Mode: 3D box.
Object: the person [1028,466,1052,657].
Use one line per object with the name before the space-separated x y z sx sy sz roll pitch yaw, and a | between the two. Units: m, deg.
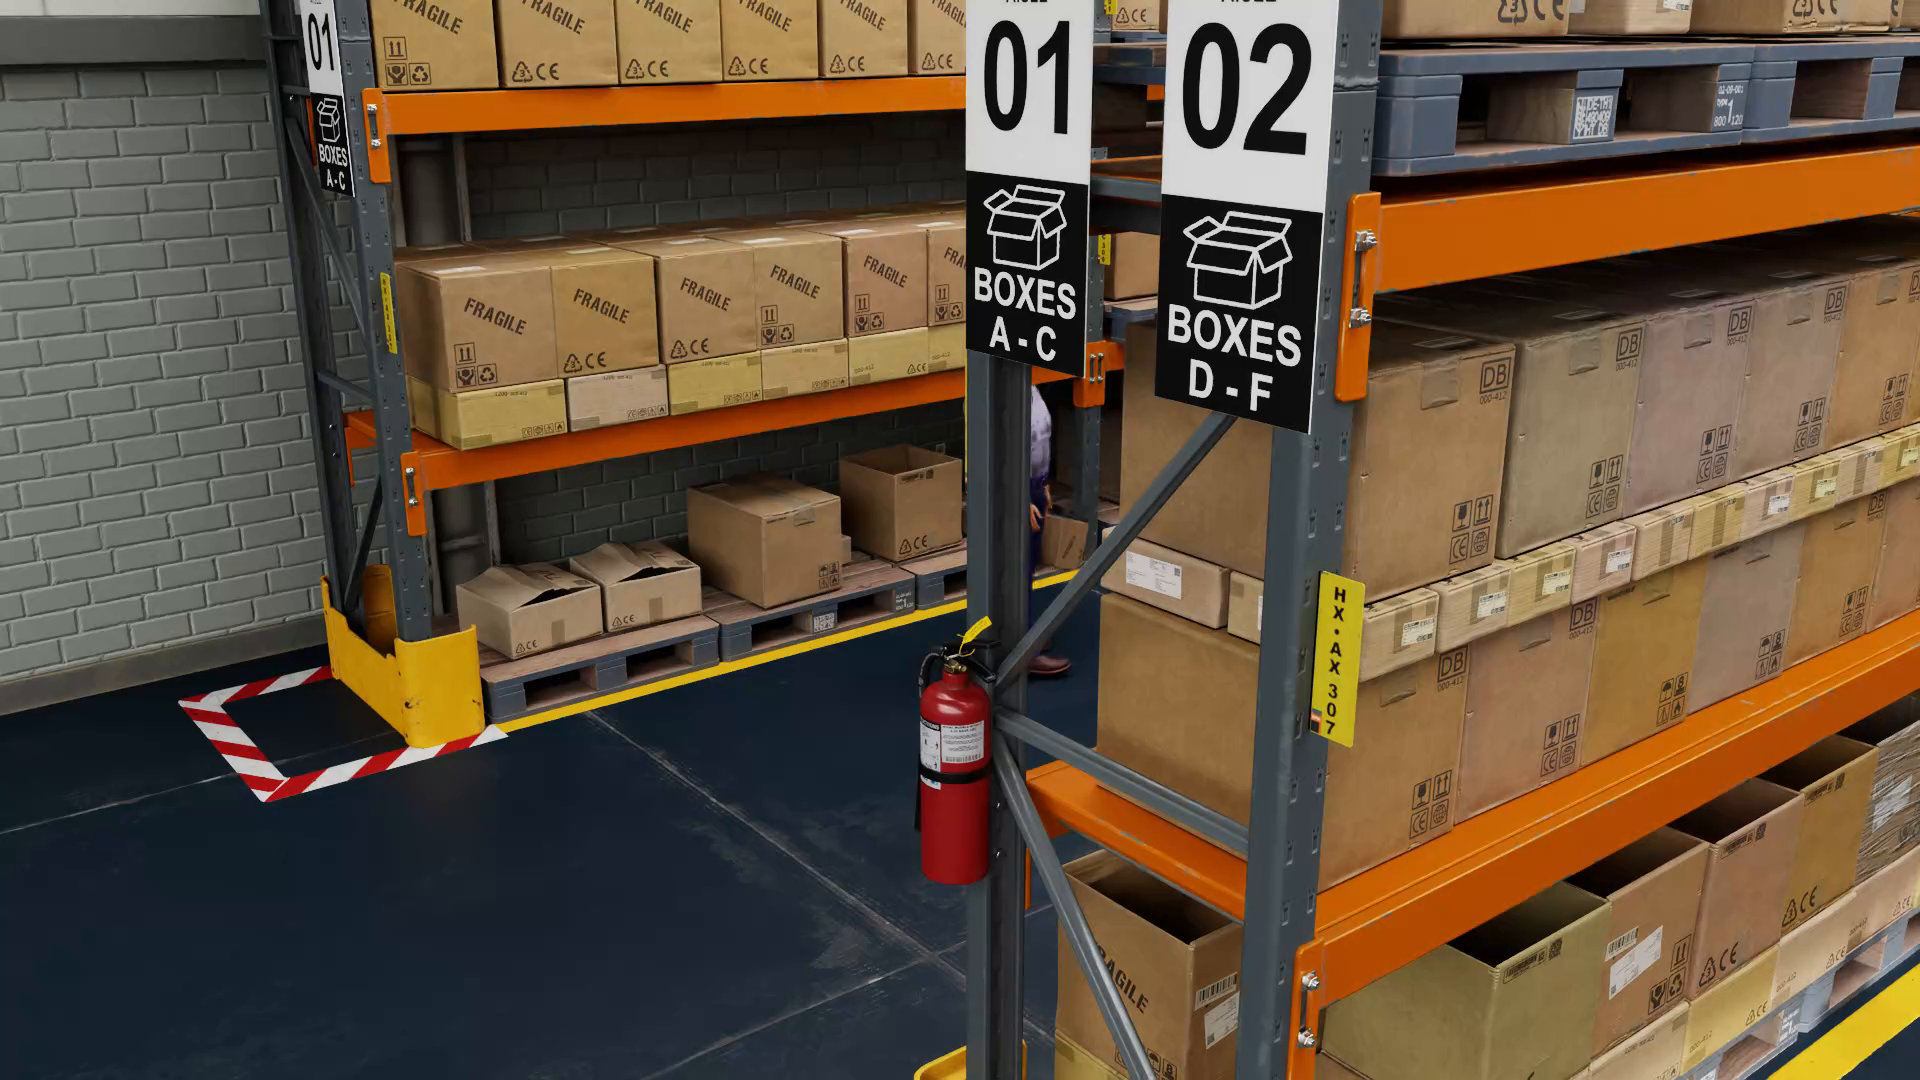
person | 0.295 -0.217 8.086 0.396 1.581 0.494 8 20 24
